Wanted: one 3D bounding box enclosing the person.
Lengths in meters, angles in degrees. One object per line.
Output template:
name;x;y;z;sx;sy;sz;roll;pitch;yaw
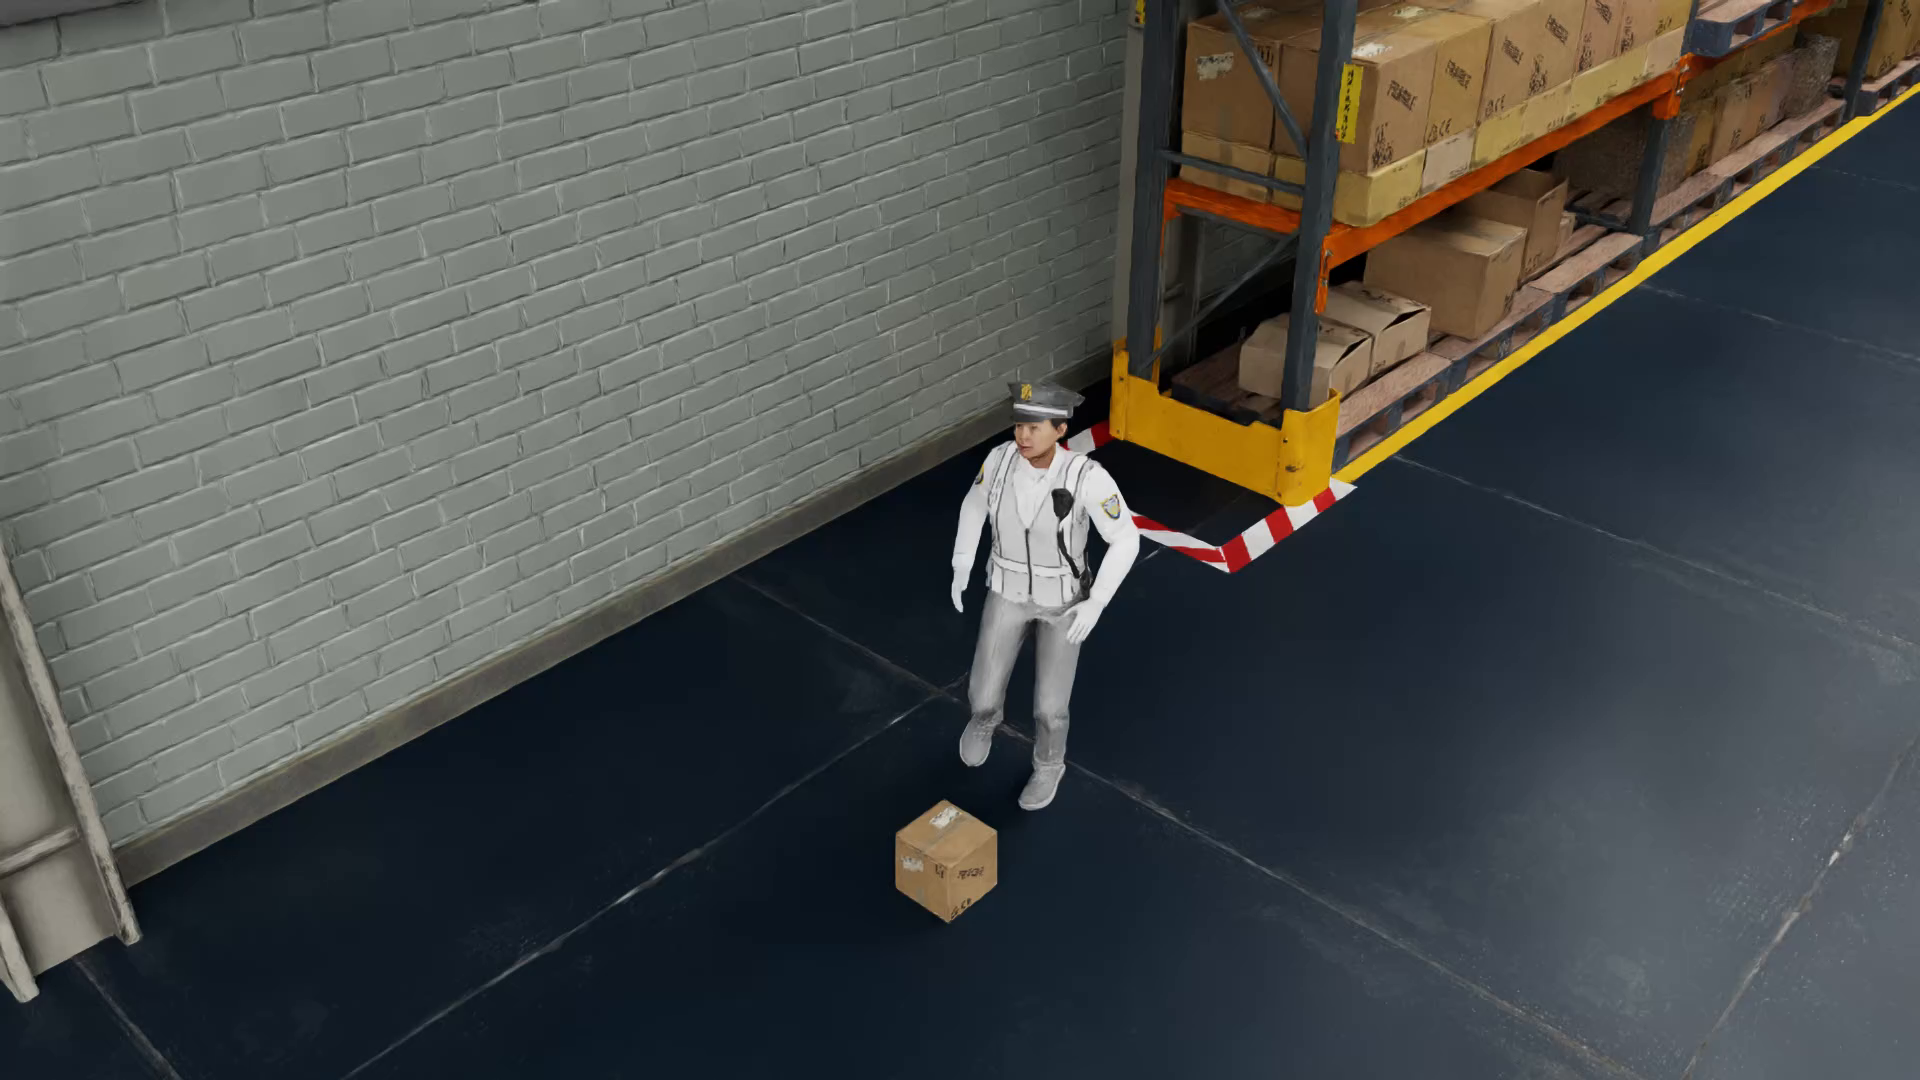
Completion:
person;0.278;0.219;5.785;0.661;1.667;0.465;8;32;12
